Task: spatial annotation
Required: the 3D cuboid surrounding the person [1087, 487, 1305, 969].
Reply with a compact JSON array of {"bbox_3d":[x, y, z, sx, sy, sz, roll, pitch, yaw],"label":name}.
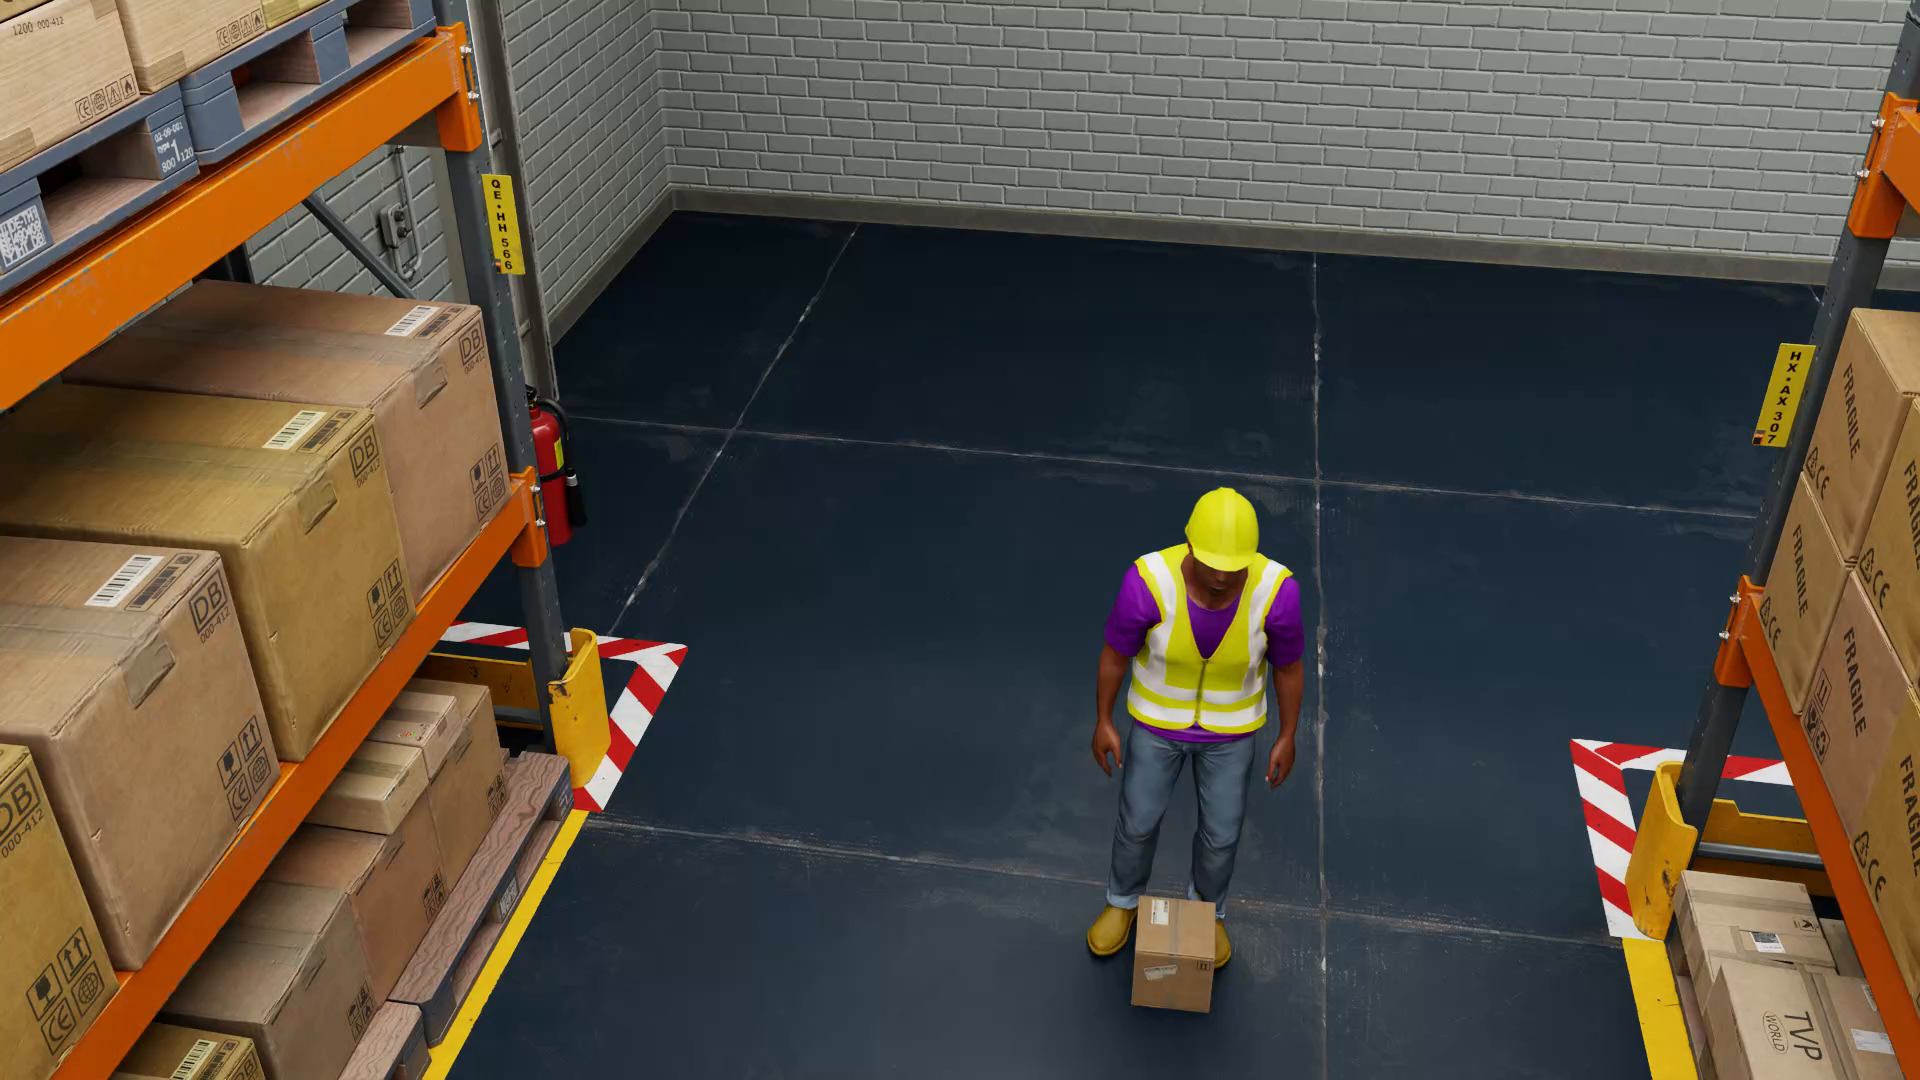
[{"bbox_3d":[0.733,0.587,5.187,0.636,1.761,0.454,4,32,6],"label":"person"}]
